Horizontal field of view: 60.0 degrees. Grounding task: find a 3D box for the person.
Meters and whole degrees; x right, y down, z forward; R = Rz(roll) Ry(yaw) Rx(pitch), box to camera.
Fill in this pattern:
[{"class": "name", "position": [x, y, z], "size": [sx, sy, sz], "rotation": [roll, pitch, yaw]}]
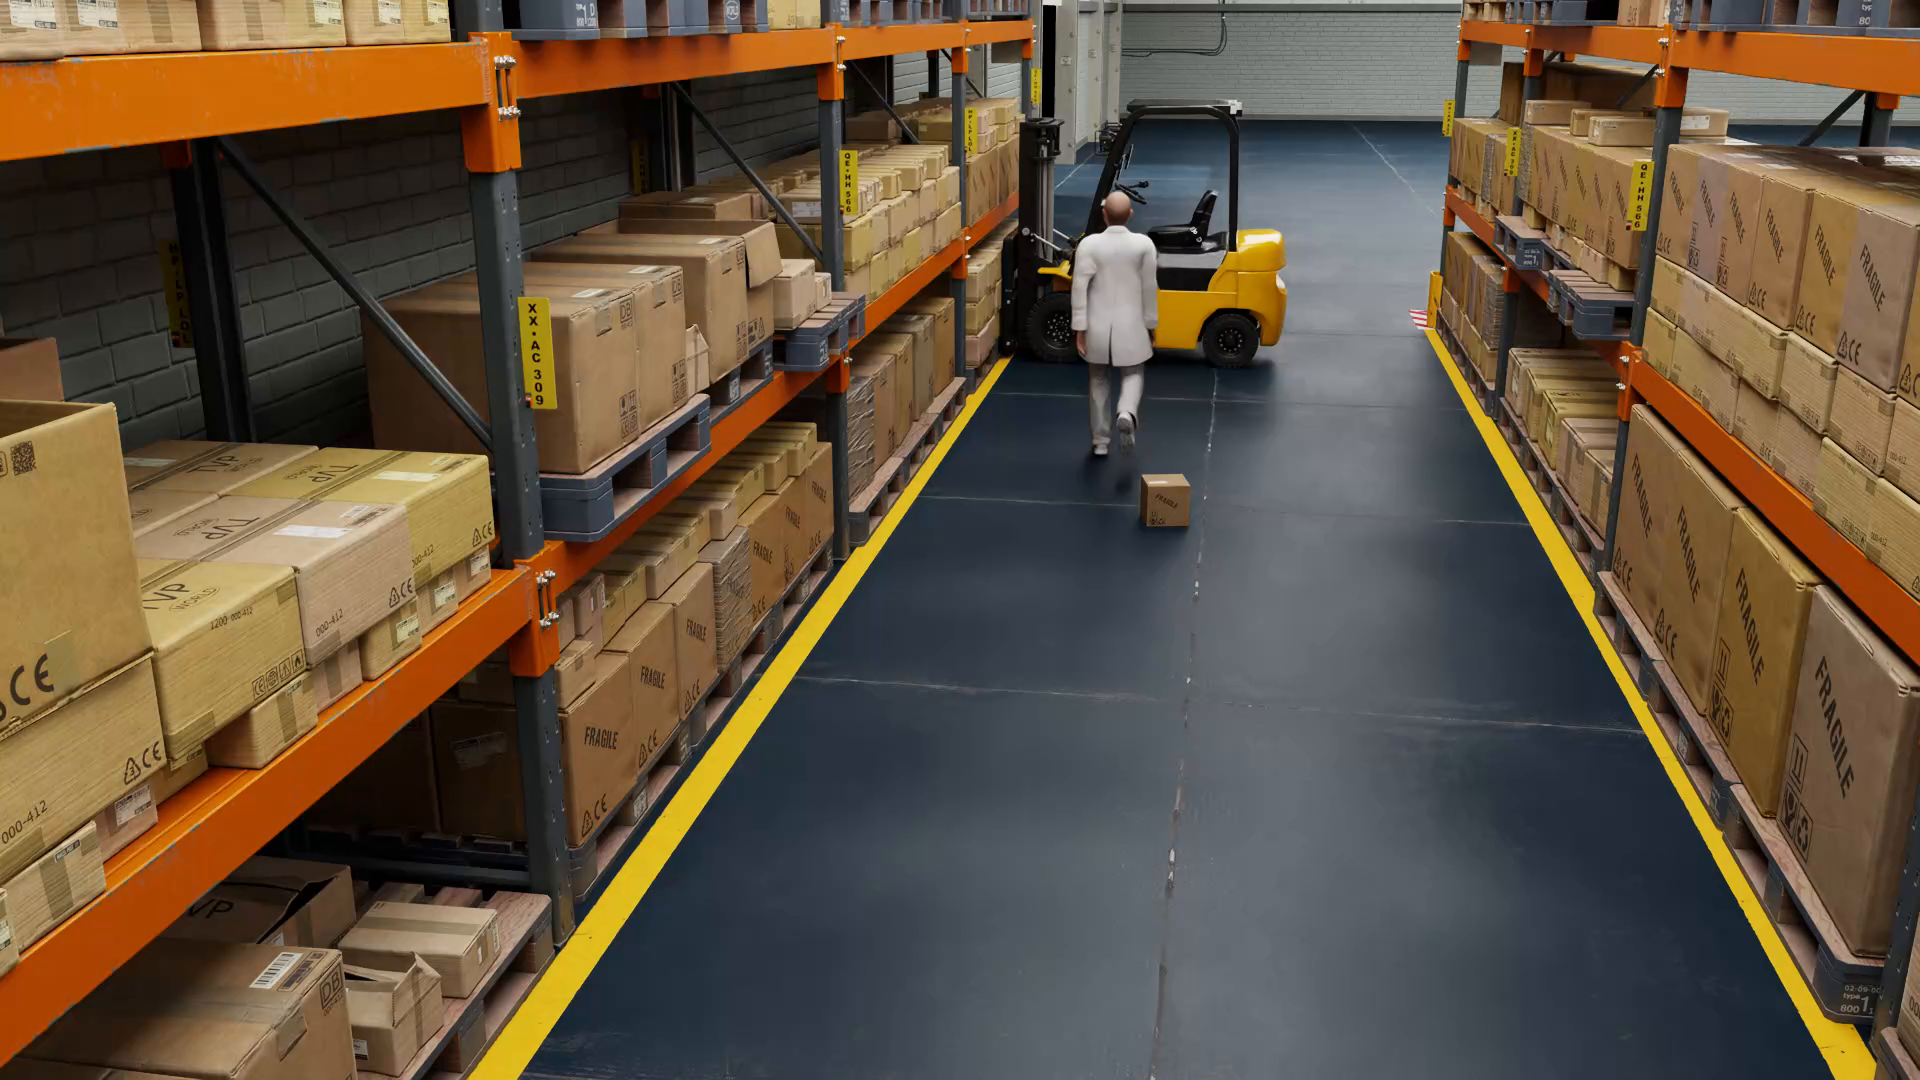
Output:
[{"class": "person", "position": [1.018, -1.401, 10.928], "size": [0.577, 1.757, 0.749], "rotation": [2, 18, 6]}]
